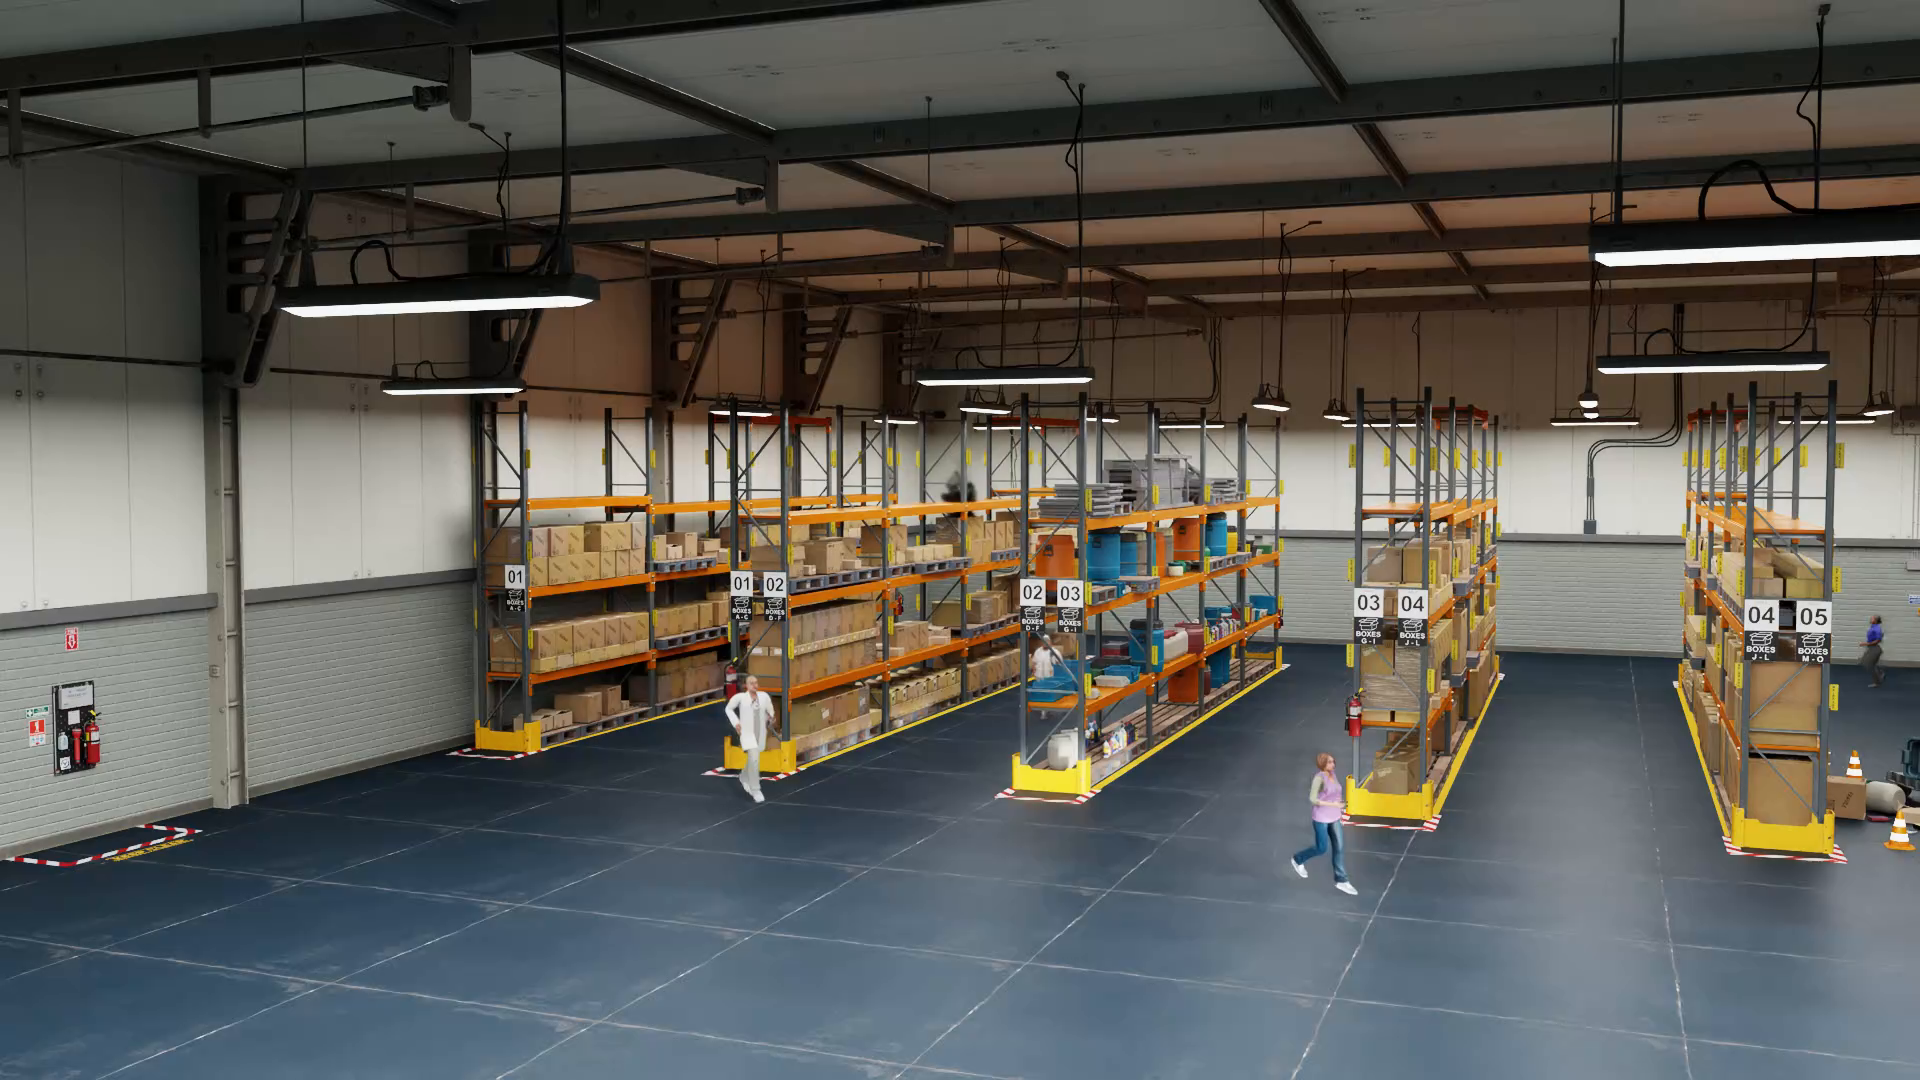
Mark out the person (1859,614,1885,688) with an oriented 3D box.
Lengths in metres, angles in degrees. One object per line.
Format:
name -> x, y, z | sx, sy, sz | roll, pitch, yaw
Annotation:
person -> 19.981, 2.430, 36.415 | 0.557, 1.616, 0.570 | 1, 3, 19

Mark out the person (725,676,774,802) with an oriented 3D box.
person -> -3.074, 2.899, 24.583 | 0.700, 1.807, 0.936 | -2, 3, -33

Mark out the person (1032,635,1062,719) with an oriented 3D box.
person -> 1.634, 2.637, 31.874 | 0.599, 1.621, 0.536 | 1, 3, 19

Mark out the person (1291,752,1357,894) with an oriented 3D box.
person -> 4.225, 3.249, 19.268 | 0.538, 1.591, 0.877 | -2, 4, -41

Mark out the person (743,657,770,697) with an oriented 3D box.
person -> -3.669, 2.602, 30.632 | 0.707, 1.776, 0.896 | 1, 3, 12
